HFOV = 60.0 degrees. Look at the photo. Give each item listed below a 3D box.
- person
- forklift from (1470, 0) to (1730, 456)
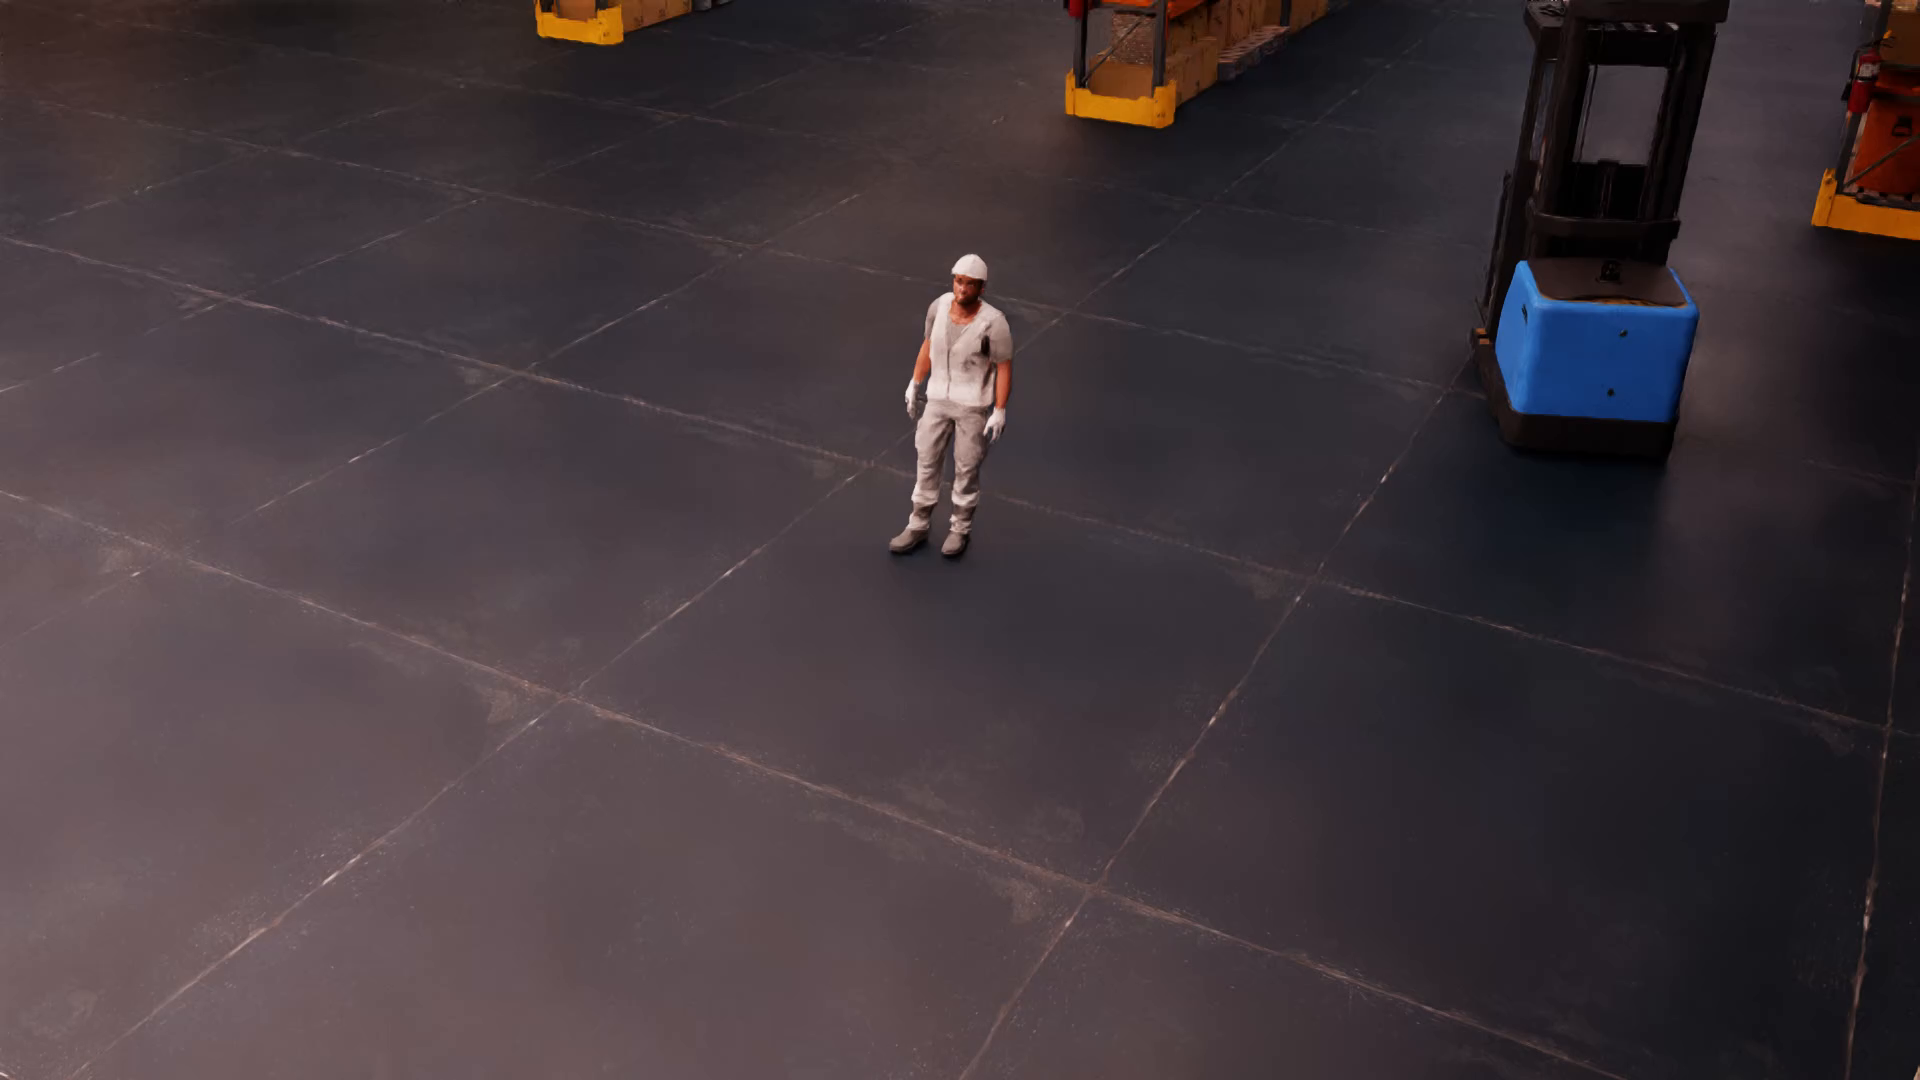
[{"bbox_3d":[-0.049,-0.748,9.496,0.637,1.787,0.563,15,33,25],"label":"person"},{"bbox_3d":[4.342,-2.531,11.456,1.130,2.935,3.031,4,30,8],"label":"forklift"}]
